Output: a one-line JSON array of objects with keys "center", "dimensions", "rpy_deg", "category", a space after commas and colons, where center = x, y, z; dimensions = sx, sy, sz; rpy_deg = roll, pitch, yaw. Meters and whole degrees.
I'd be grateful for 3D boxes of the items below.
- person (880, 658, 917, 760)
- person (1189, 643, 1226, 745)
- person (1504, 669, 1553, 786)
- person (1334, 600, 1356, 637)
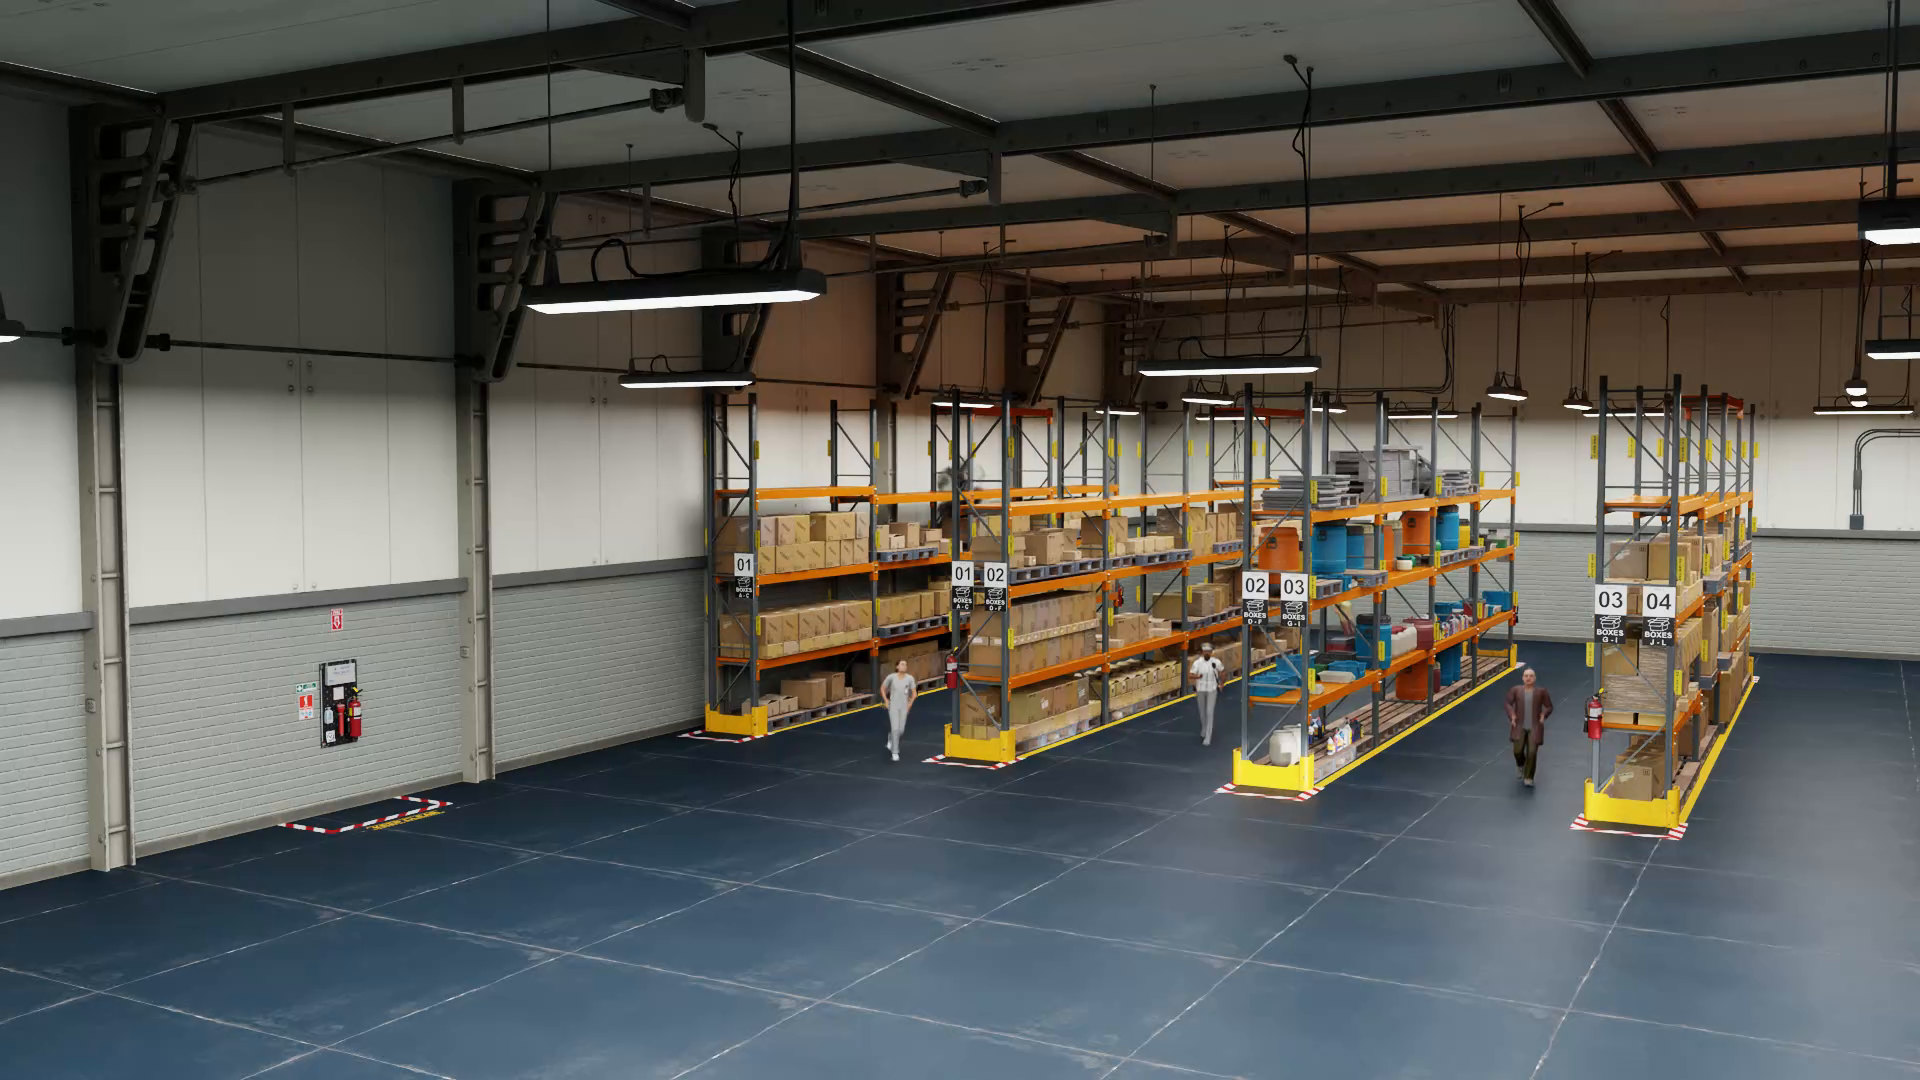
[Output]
[{"center": [-1.004, 2.732, 27.139], "dimensions": [0.589, 1.640, 0.646], "rpy_deg": [-1, 3, -13], "category": "person"}, {"center": [4.225, 2.594, 28.471], "dimensions": [0.604, 1.703, 0.900], "rpy_deg": [1, 3, 14], "category": "person"}, {"center": [8.475, 2.792, 24.819], "dimensions": [0.708, 1.727, 0.660], "rpy_deg": [1, 3, 21], "category": "person"}, {"center": [9.471, 1.985, 40.844], "dimensions": [0.623, 1.648, 0.767], "rpy_deg": [-2, 3, -28], "category": "person"}]
